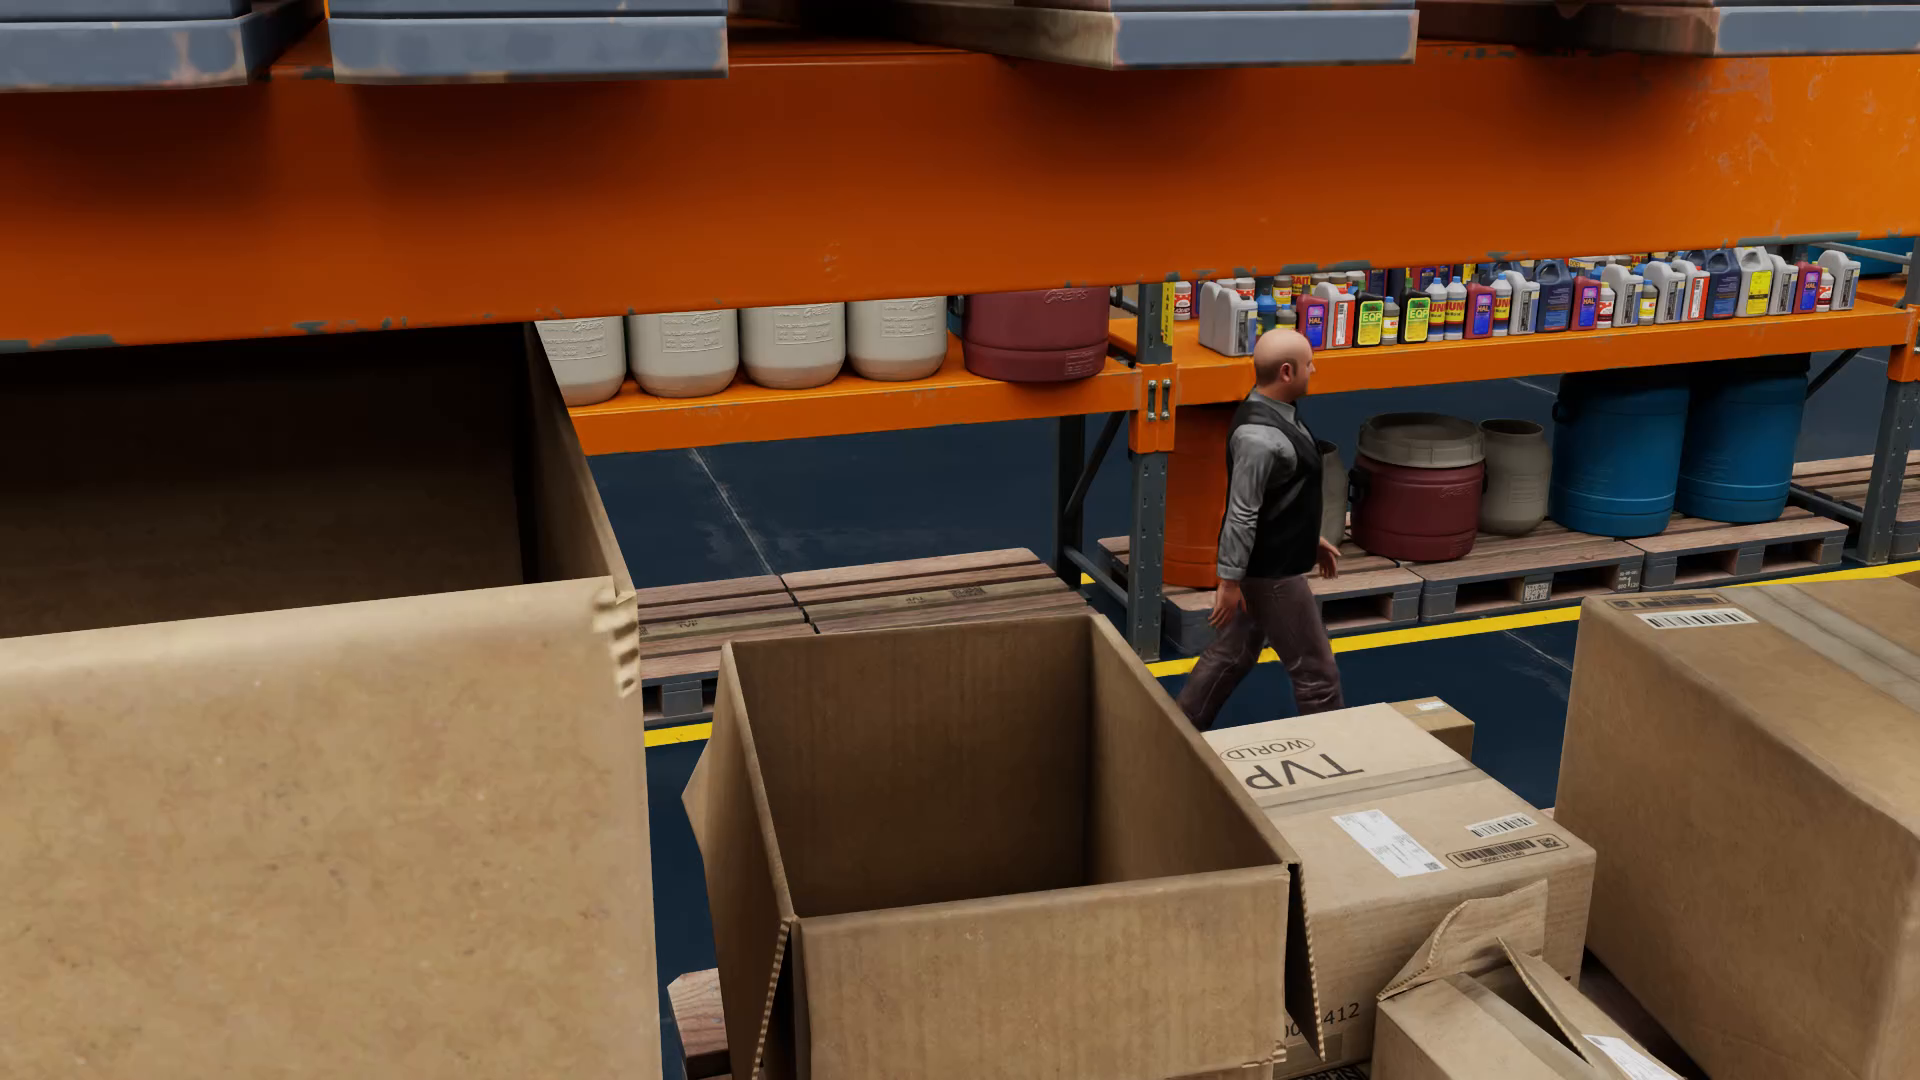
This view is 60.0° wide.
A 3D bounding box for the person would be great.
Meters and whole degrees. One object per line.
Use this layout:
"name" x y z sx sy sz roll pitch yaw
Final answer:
"person" 1.204 0.080 5.867 0.967 1.671 0.566 3 19 9
